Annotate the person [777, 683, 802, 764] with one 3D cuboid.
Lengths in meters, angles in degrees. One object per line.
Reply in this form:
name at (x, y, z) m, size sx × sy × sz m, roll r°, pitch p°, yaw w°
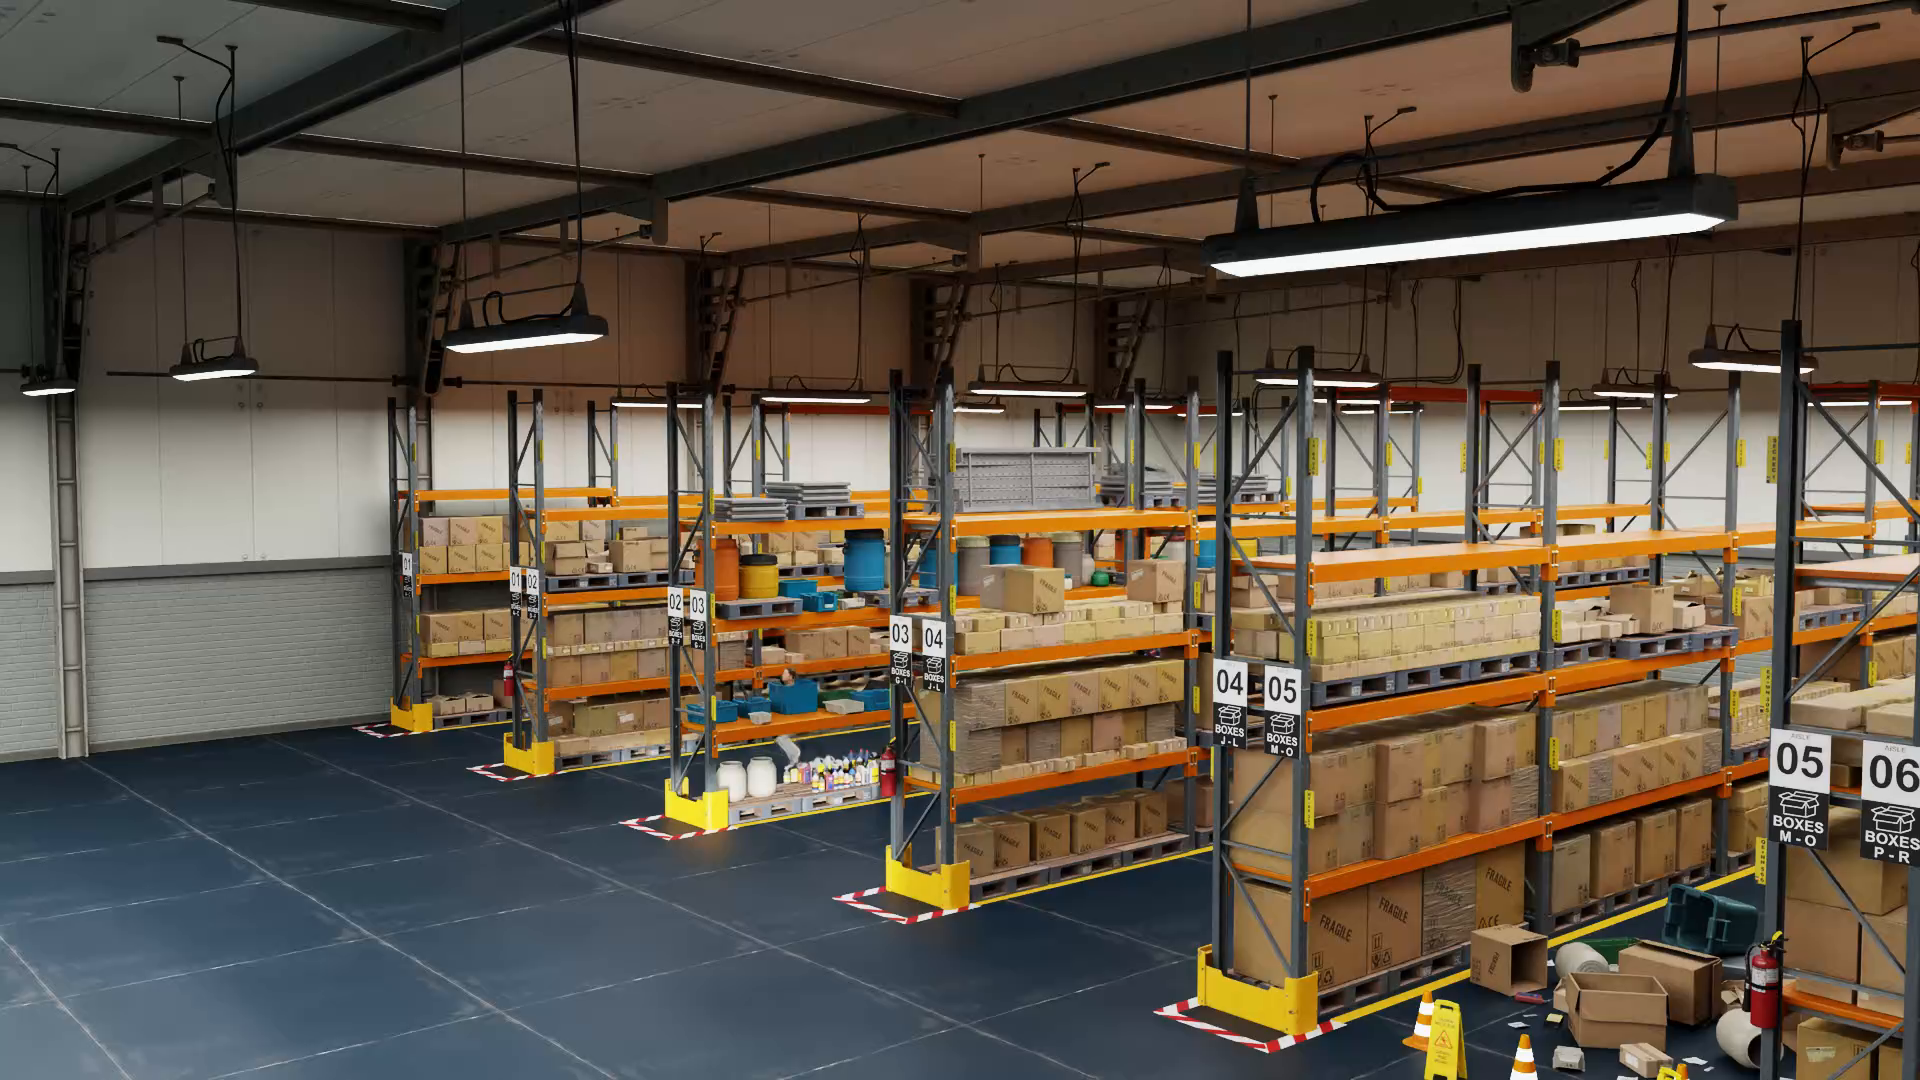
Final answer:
person at (-2.722, 2.914, 26.225) m, size 0.534 × 1.324 × 0.539 m, roll -3°, pitch 5°, yaw -44°
